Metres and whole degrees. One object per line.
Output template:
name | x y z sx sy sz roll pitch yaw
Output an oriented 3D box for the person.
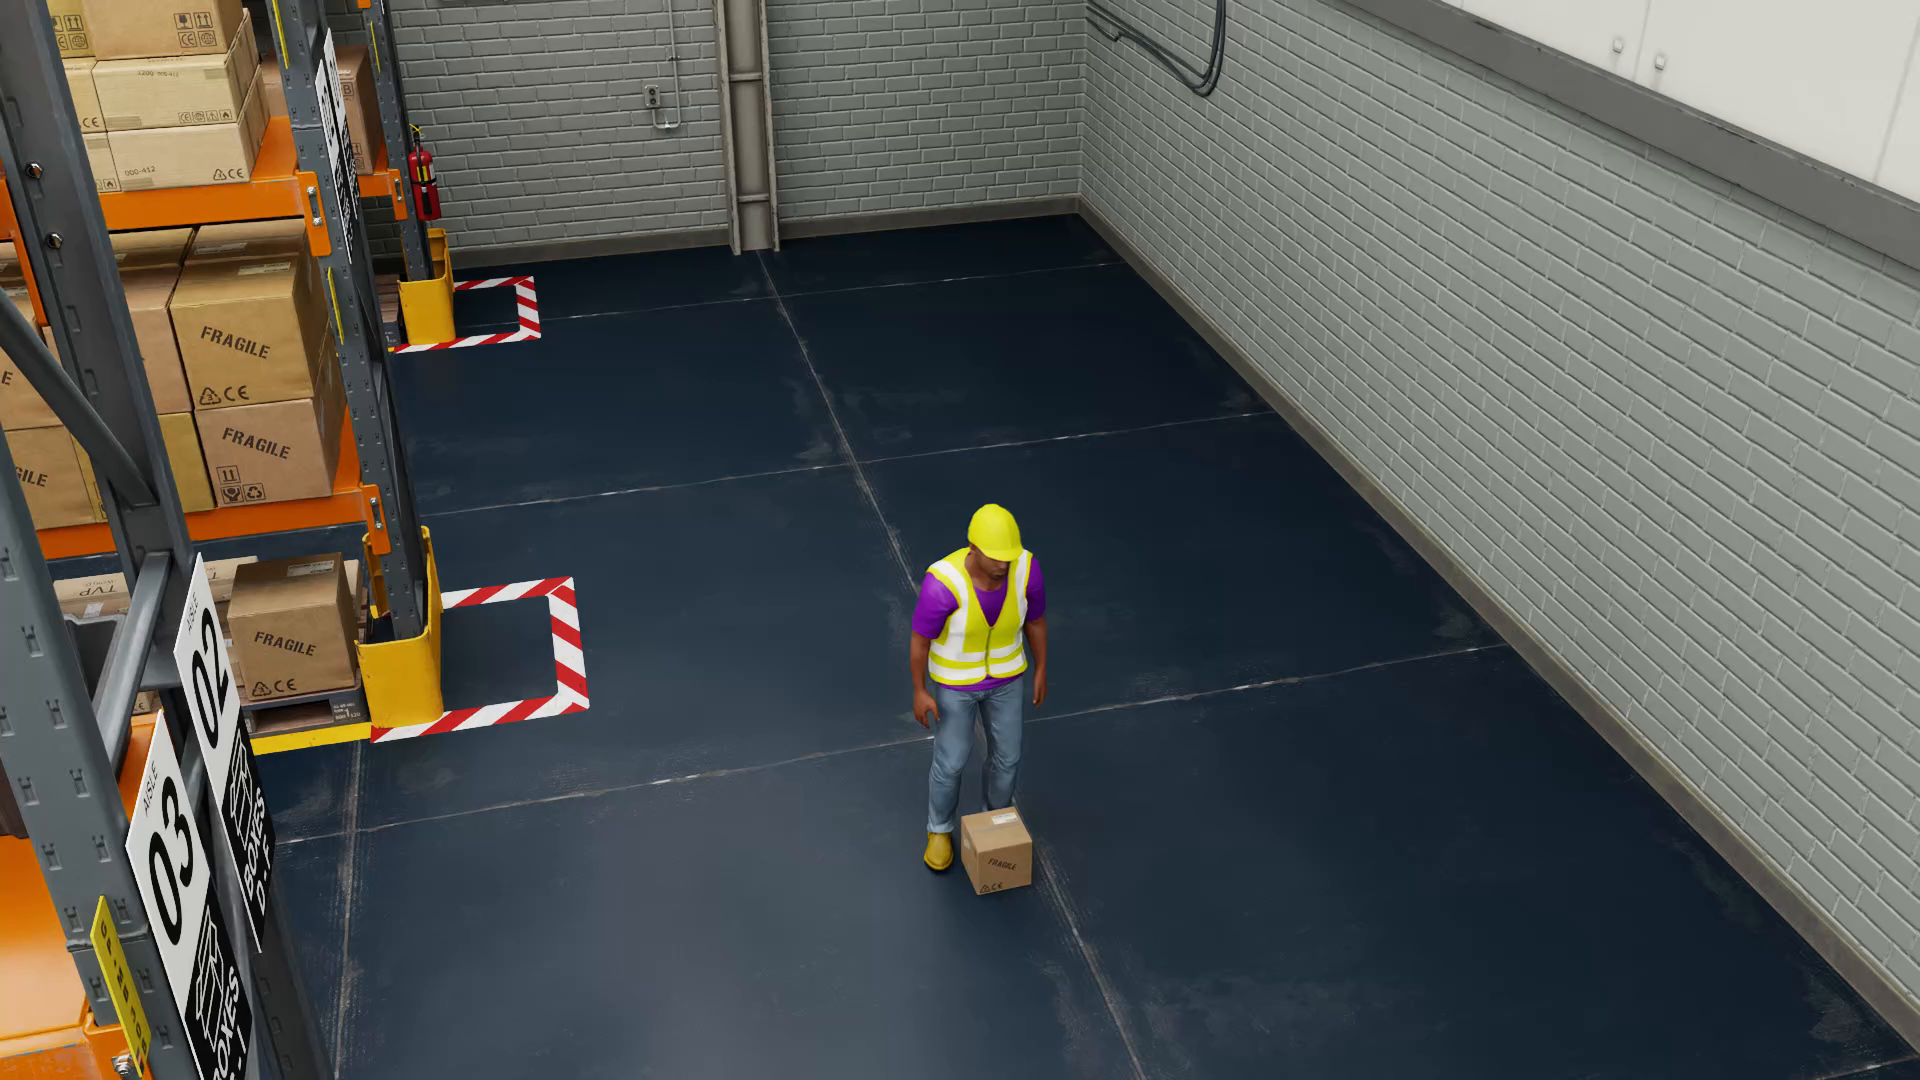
person | 0.093 0.610 7.171 0.629 1.759 0.461 -10 31 -16
